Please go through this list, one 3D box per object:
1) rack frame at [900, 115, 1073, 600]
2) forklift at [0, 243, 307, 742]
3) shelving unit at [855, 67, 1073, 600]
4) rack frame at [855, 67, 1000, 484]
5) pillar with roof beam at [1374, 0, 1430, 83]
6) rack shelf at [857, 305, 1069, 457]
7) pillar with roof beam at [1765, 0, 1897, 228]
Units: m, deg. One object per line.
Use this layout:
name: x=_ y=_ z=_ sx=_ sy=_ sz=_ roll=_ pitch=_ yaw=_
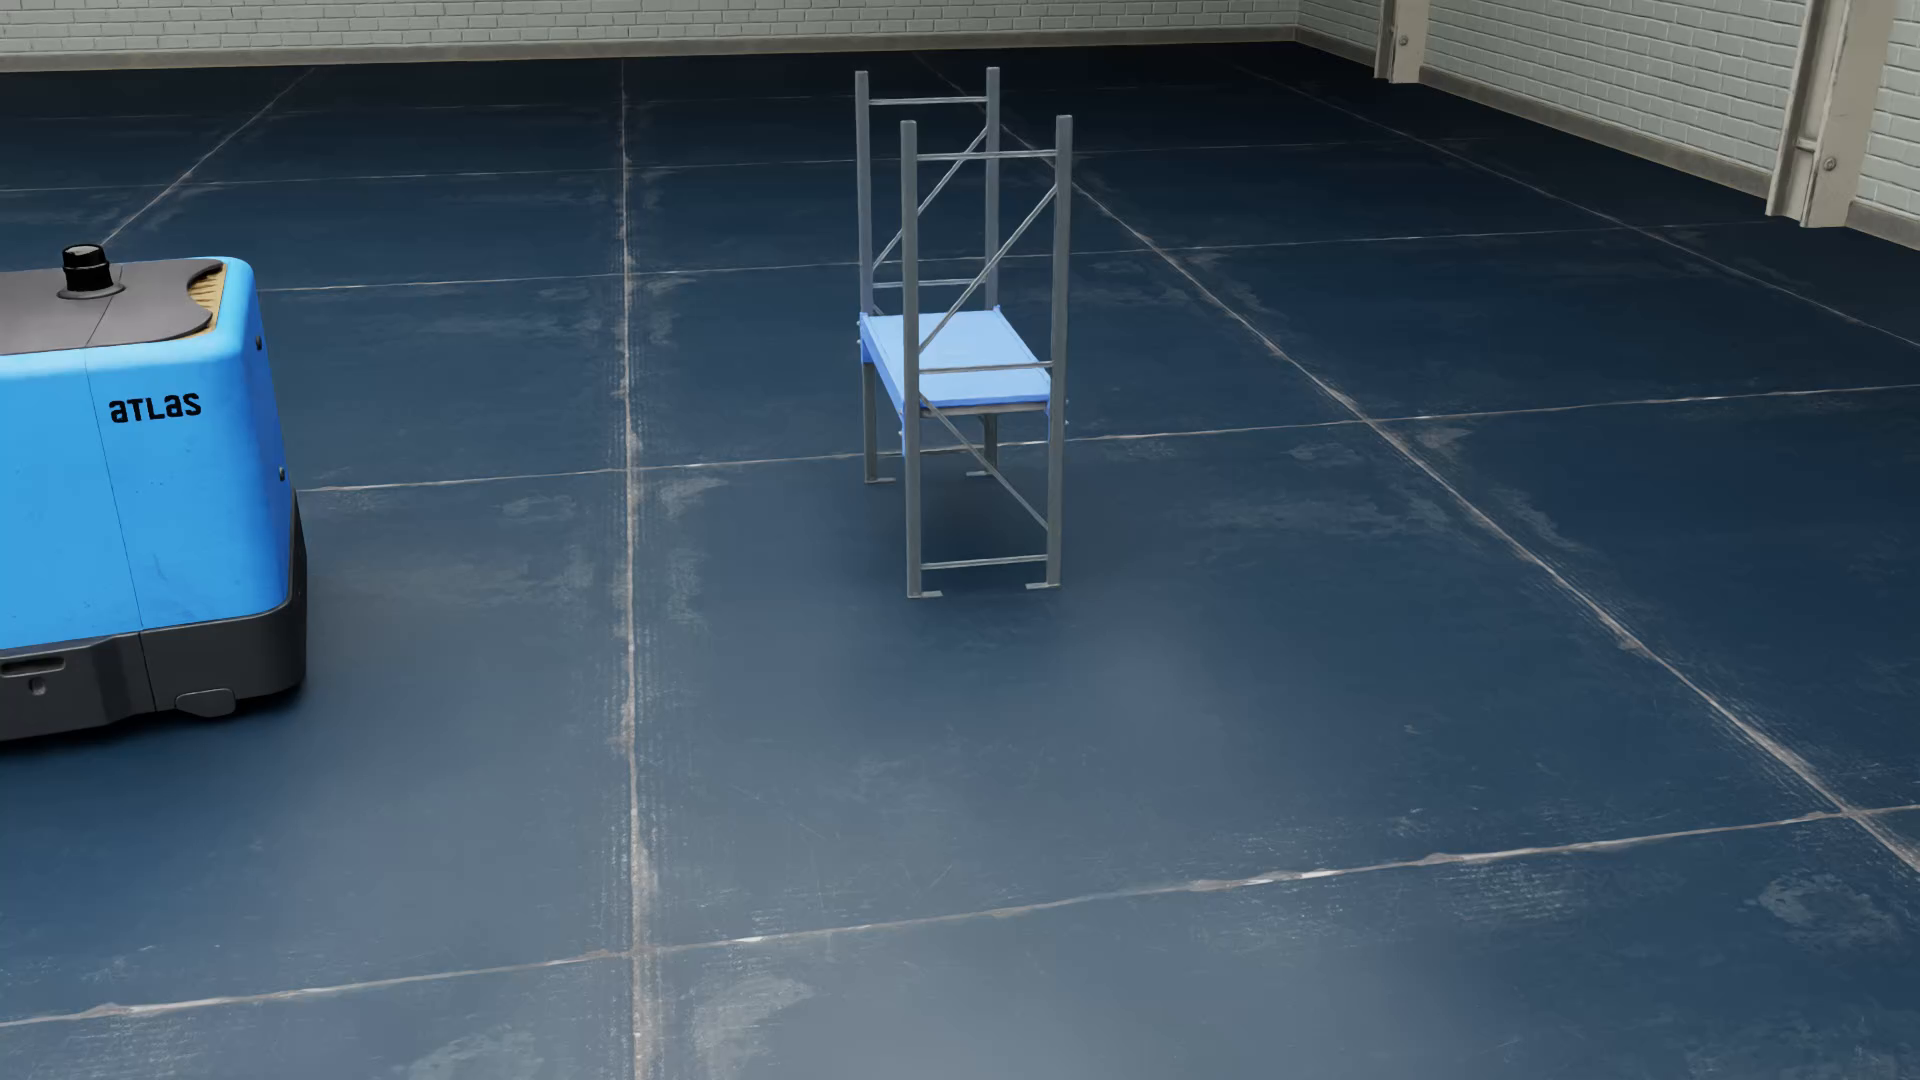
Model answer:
rack frame: x=0.078 y=-0.521 z=5.069 sx=0.500 sy=1.500 sz=0.032 roll=-4 pitch=24 yaw=-10
forklift: x=-3.422 y=-0.857 z=4.051 sx=3.031 sy=2.935 sz=1.130 roll=-8 pitch=25 yaw=-18
shelving unit: x=-0.016 y=-0.721 z=5.527 sx=0.538 sy=1.500 sz=1.048 roll=-4 pitch=24 yaw=-10
rack frame: x=-0.110 y=-0.921 z=5.984 sx=0.500 sy=1.500 sz=0.032 roll=-4 pitch=24 yaw=-10
pillar with roof beam: x=-0.103 y=-8.147 z=13.161 sx=9.100 sy=9.000 sz=0.400 roll=-4 pitch=24 yaw=-10
rack shelf: x=-0.016 y=-0.556 z=5.599 sx=0.538 sy=0.185 sz=1.000 roll=-4 pitch=24 yaw=-10
pillar with roof beam: x=1.006 y=-5.787 z=7.757 sx=9.100 sy=9.000 sz=0.400 roll=-4 pitch=24 yaw=-10
